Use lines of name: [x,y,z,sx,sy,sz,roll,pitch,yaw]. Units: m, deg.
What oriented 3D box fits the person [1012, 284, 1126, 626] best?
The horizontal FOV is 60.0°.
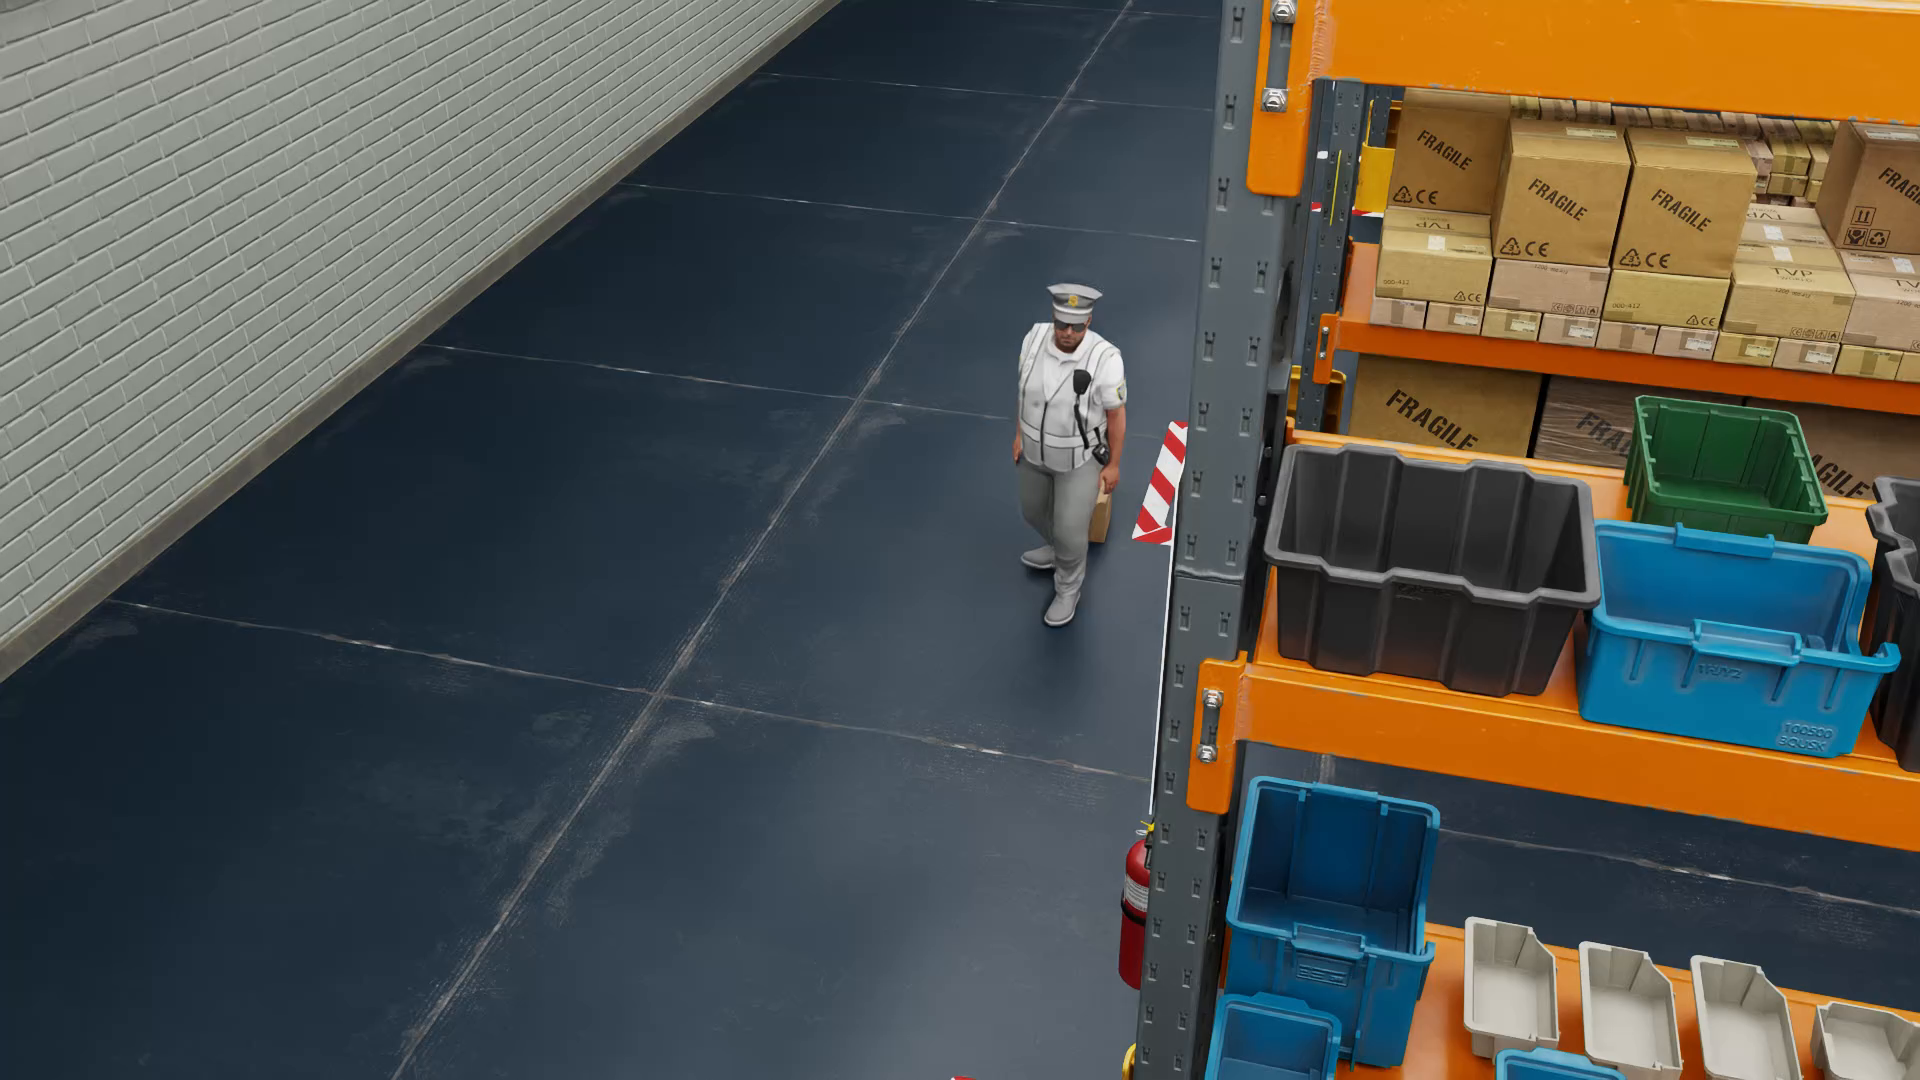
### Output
person: [0.520,-0.461,7.849,0.595,1.743,0.580,20,38,28]
